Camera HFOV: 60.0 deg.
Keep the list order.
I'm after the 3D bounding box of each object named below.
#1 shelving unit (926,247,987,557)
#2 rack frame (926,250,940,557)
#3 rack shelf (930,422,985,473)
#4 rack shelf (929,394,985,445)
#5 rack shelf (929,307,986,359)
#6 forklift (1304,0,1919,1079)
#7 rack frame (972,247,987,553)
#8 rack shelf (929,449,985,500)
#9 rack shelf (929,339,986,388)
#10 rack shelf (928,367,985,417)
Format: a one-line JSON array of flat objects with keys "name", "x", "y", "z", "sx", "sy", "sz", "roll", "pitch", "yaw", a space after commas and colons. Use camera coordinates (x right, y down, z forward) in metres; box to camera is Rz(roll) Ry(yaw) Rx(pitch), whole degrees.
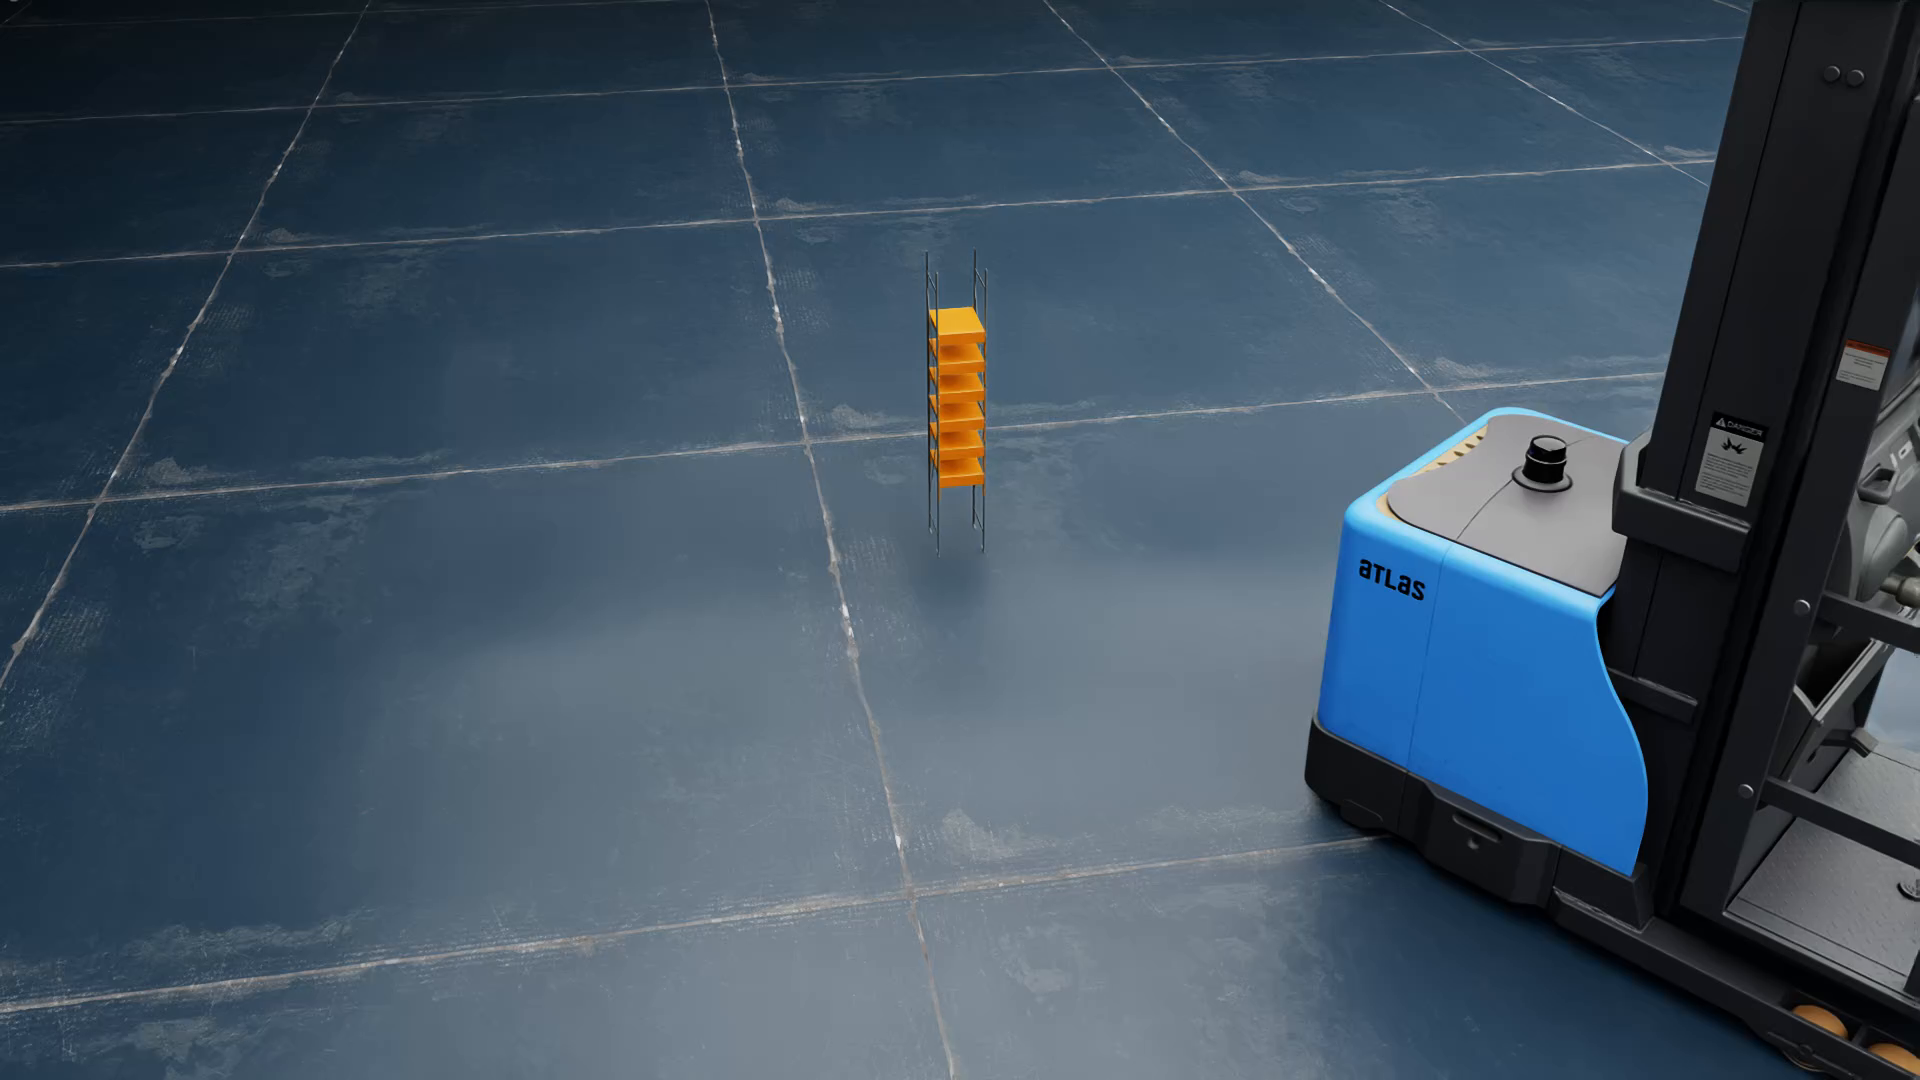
[{"name": "shelving unit", "x": -0.014, "y": -0.516, "z": 6.444, "sx": 0.189, "sy": 1.200, "sz": 0.258, "roll": -5, "pitch": 31, "yaw": -9}, {"name": "rack frame", "x": -0.104, "y": -0.508, "z": 6.429, "sx": 0.006, "sy": 1.200, "sz": 0.240, "roll": -5, "pitch": 31, "yaw": -9}, {"name": "rack shelf", "x": -0.014, "y": -0.374, "z": 6.527, "sx": 0.180, "sy": 0.103, "sz": 0.258, "roll": -5, "pitch": 31, "yaw": -9}, {"name": "rack shelf", "x": -0.014, "y": -0.478, "z": 6.466, "sx": 0.180, "sy": 0.103, "sz": 0.258, "roll": -5, "pitch": 31, "yaw": -9}, {"name": "rack shelf", "x": -0.014, "y": -0.788, "z": 6.284, "sx": 0.180, "sy": 0.103, "sz": 0.258, "roll": -5, "pitch": 31, "yaw": -9}, {"name": "forklift", "x": 2.519, "y": -0.102, "z": 4.032, "sx": 3.031, "sy": 2.935, "sz": 1.130, "roll": 25, "pitch": 39, "yaw": 36}, {"name": "rack frame", "x": 0.076, "y": -0.524, "z": 6.458, "sx": 0.006, "sy": 1.200, "sz": 0.240, "roll": -5, "pitch": 31, "yaw": -9}, {"name": "rack shelf", "x": -0.014, "y": -0.271, "z": 6.588, "sx": 0.180, "sy": 0.103, "sz": 0.258, "roll": -5, "pitch": 31, "yaw": -9}, {"name": "rack shelf", "x": -0.014, "y": -0.684, "z": 6.344, "sx": 0.180, "sy": 0.103, "sz": 0.258, "roll": -5, "pitch": 31, "yaw": -9}, {"name": "rack shelf", "x": -0.014, "y": -0.581, "z": 6.405, "sx": 0.180, "sy": 0.103, "sz": 0.258, "roll": -5, "pitch": 31, "yaw": -9}]
